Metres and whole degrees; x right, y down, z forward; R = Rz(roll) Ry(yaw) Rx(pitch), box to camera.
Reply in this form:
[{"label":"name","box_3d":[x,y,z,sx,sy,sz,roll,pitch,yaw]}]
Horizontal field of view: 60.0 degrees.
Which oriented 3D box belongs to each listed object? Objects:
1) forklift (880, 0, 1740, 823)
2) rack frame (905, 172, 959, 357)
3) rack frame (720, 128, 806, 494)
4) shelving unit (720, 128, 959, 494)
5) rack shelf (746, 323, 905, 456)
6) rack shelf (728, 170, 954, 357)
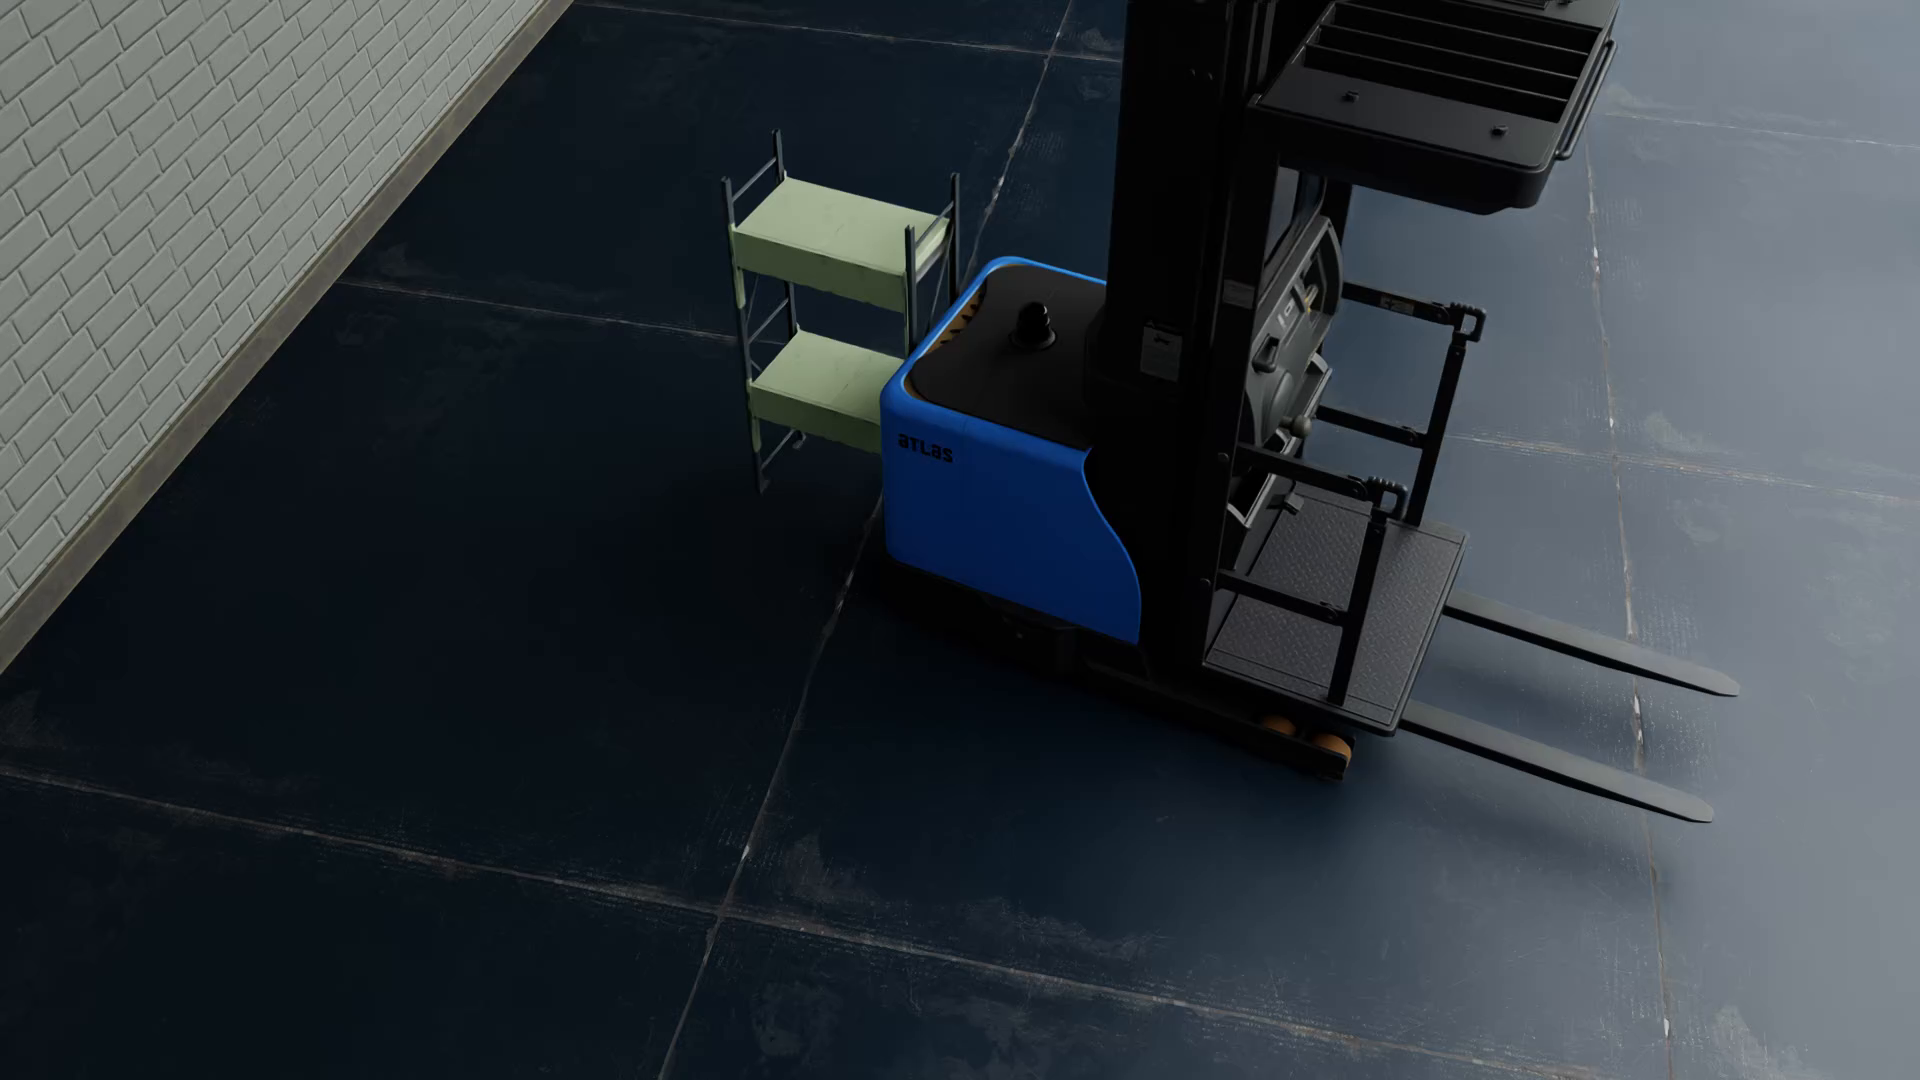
[{"label":"forklift","box_3d":[1.260,-0.637,5.298,3.031,2.935,1.130,19,47,19]},{"label":"rack frame","box_3d":[-0.096,-0.647,6.341,0.023,1.500,0.400,18,47,18]},{"label":"rack frame","box_3d":[-0.761,-0.860,6.562,0.023,1.500,0.400,18,47,18]},{"label":"shelving unit","box_3d":[-0.428,-0.754,6.452,0.755,1.500,0.431,18,47,18]},{"label":"rack shelf","box_3d":[-0.428,-0.519,6.678,0.720,0.370,0.431,18,47,18]},{"label":"rack shelf","box_3d":[-0.428,-1.035,6.181,0.720,0.370,0.431,18,47,18]}]
